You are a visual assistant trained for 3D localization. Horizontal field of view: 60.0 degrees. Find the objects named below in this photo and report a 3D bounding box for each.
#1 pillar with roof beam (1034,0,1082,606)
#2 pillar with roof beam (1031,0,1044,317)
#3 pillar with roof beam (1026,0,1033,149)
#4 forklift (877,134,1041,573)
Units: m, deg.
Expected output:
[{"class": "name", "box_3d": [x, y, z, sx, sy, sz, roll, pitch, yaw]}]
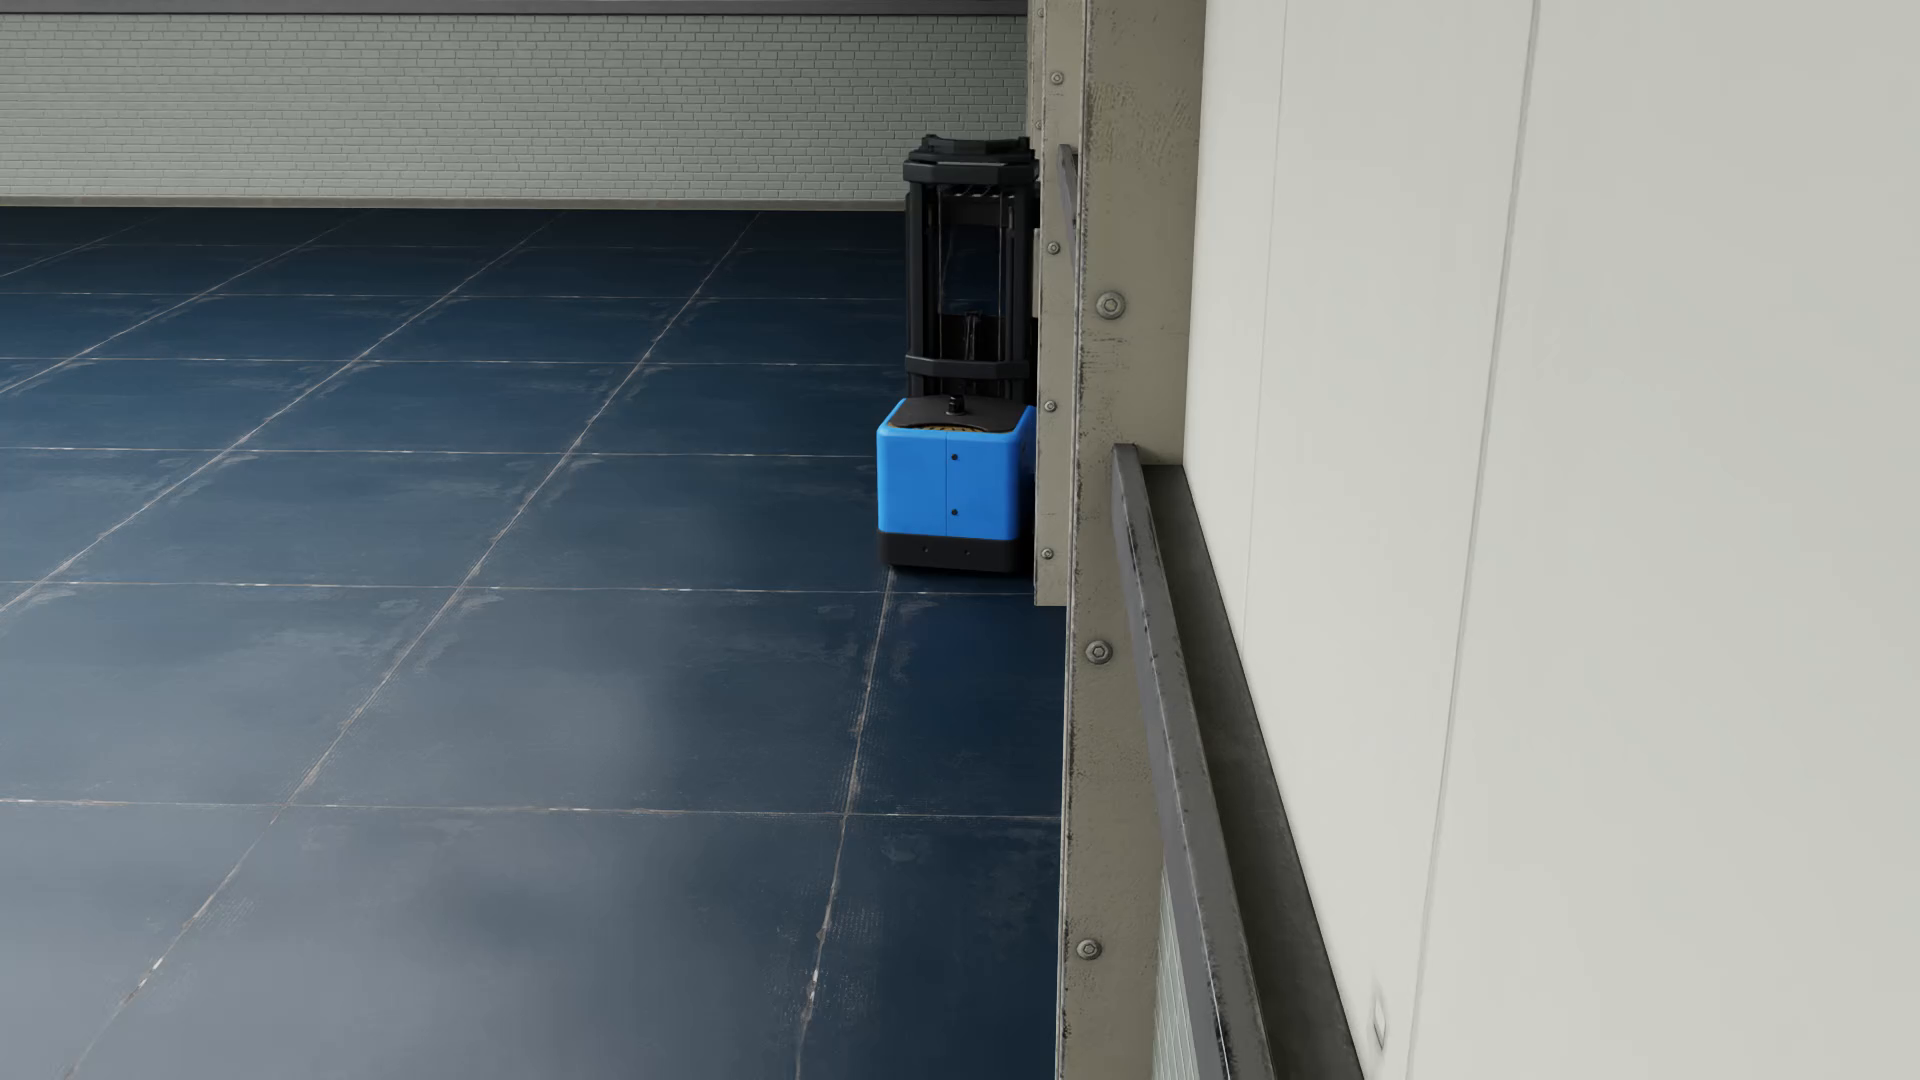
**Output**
[{"class": "pillar with roof beam", "box_3d": [-3.633, -3.865, 10.050, 9.100, 9.000, 0.400, 1, 21, 2]}, {"class": "pillar with roof beam", "box_3d": [-3.450, -6.034, 15.641, 9.100, 9.000, 0.400, 1, 21, 2]}, {"class": "pillar with roof beam", "box_3d": [-3.268, -8.204, 21.232, 9.100, 9.000, 0.400, 1, 21, 2]}, {"class": "forklift", "box_3d": [0.191, -1.635, 12.691, 1.130, 2.935, 3.031, 4, 22, 10]}]
